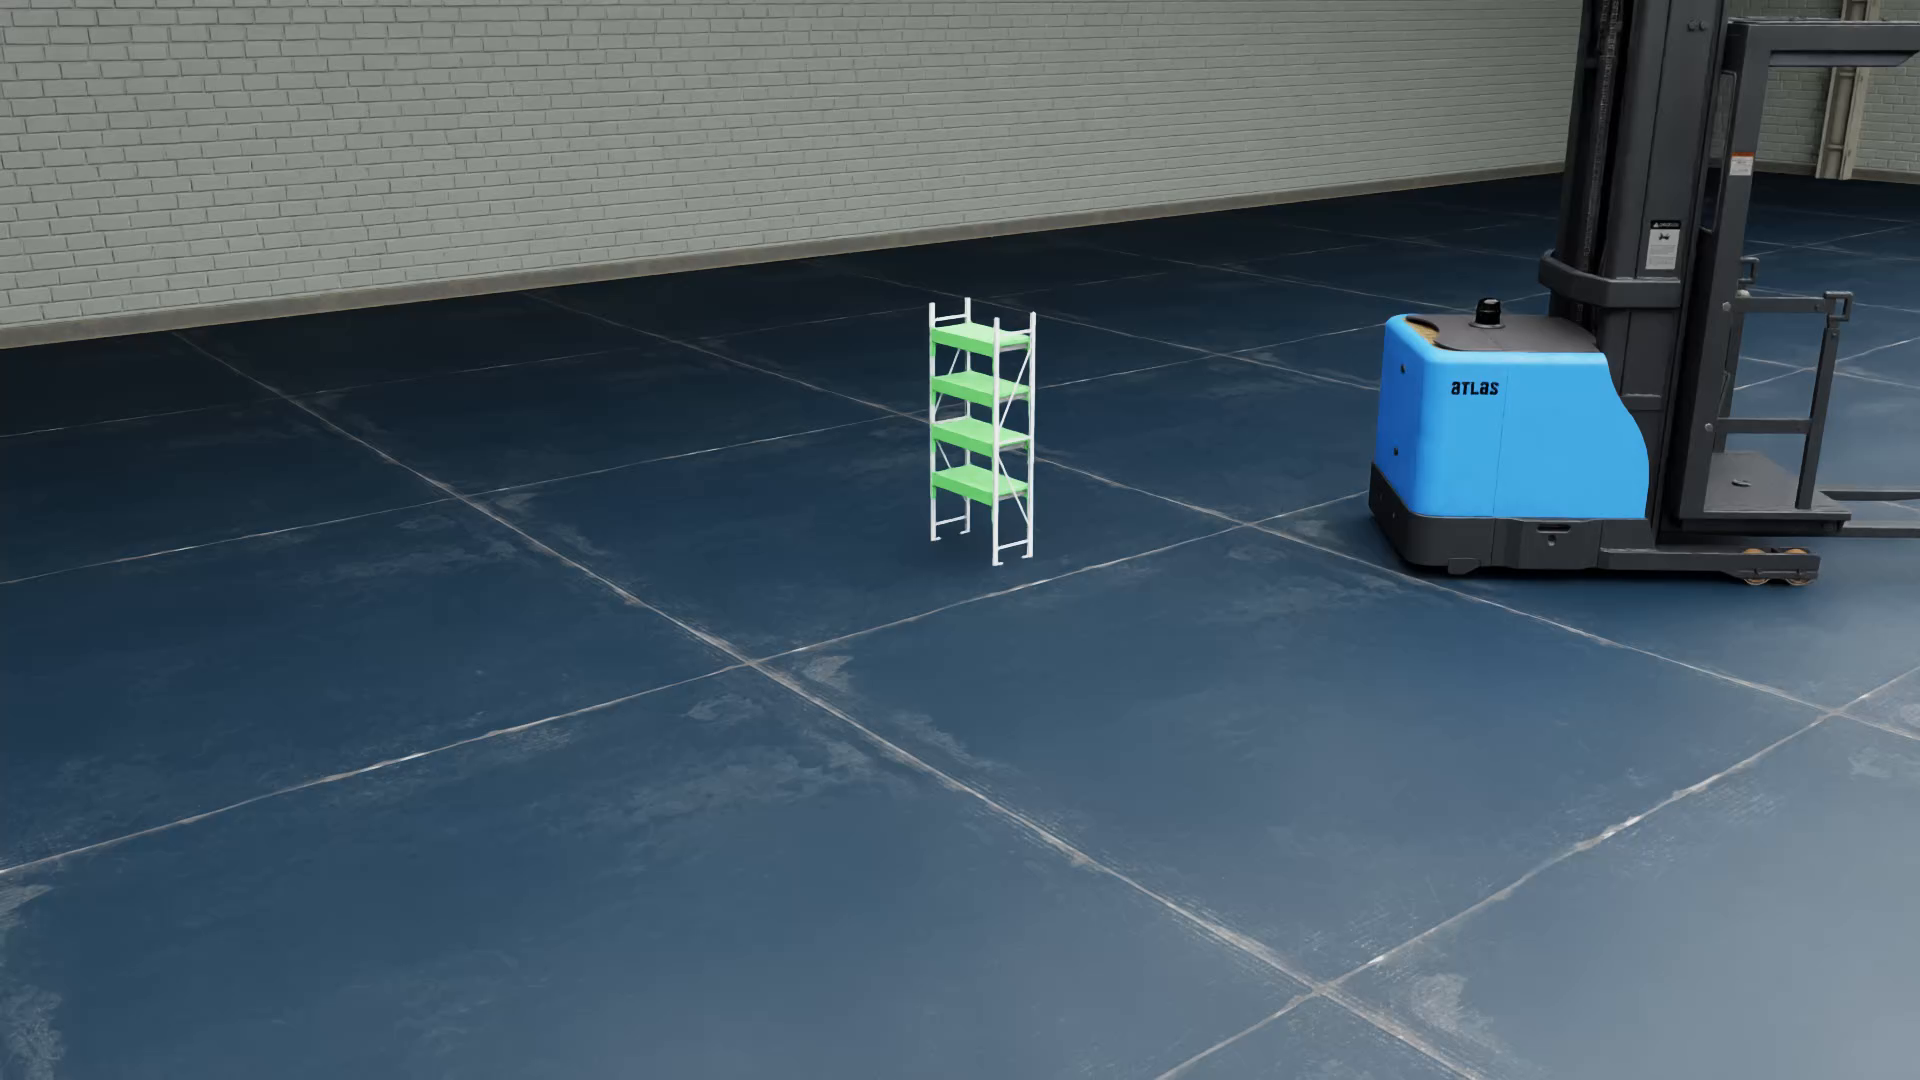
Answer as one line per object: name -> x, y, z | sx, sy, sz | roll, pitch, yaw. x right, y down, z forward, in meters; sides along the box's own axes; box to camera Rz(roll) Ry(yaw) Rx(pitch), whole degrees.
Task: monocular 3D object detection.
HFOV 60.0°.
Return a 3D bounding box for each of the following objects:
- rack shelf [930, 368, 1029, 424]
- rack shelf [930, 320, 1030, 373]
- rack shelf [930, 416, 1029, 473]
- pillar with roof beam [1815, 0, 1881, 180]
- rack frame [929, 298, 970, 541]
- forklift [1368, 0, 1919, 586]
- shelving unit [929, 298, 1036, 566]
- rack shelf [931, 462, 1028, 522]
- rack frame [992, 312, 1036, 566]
rack shelf -> 0.103, -0.696, 7.995 | 0.258, 0.148, 0.480 | -14, 23, -36
rack shelf -> 0.103, -0.924, 7.920 | 0.258, 0.148, 0.480 | -14, 23, -36
rack shelf -> 0.103, -0.468, 8.071 | 0.258, 0.148, 0.480 | -14, 23, -36
pillar with roof beam -> 9.423, -8.733, 20.420 | 9.100, 9.000, 0.400 | -14, 23, -36
rack frame -> -0.049, -0.589, 8.232 | 0.240, 1.200, 0.015 | -14, 23, -36
forklift -> 3.628, -1.351, 7.779 | 3.031, 2.935, 1.130 | 1, 18, 2
shelving unit -> 0.103, -0.529, 8.051 | 0.258, 1.200, 0.503 | -14, 23, -36
rack shelf -> 0.103, -0.240, 8.146 | 0.258, 0.148, 0.480 | -14, 23, -36
rack frame -> 0.254, -0.469, 7.869 | 0.240, 1.200, 0.015 | -14, 23, -36
